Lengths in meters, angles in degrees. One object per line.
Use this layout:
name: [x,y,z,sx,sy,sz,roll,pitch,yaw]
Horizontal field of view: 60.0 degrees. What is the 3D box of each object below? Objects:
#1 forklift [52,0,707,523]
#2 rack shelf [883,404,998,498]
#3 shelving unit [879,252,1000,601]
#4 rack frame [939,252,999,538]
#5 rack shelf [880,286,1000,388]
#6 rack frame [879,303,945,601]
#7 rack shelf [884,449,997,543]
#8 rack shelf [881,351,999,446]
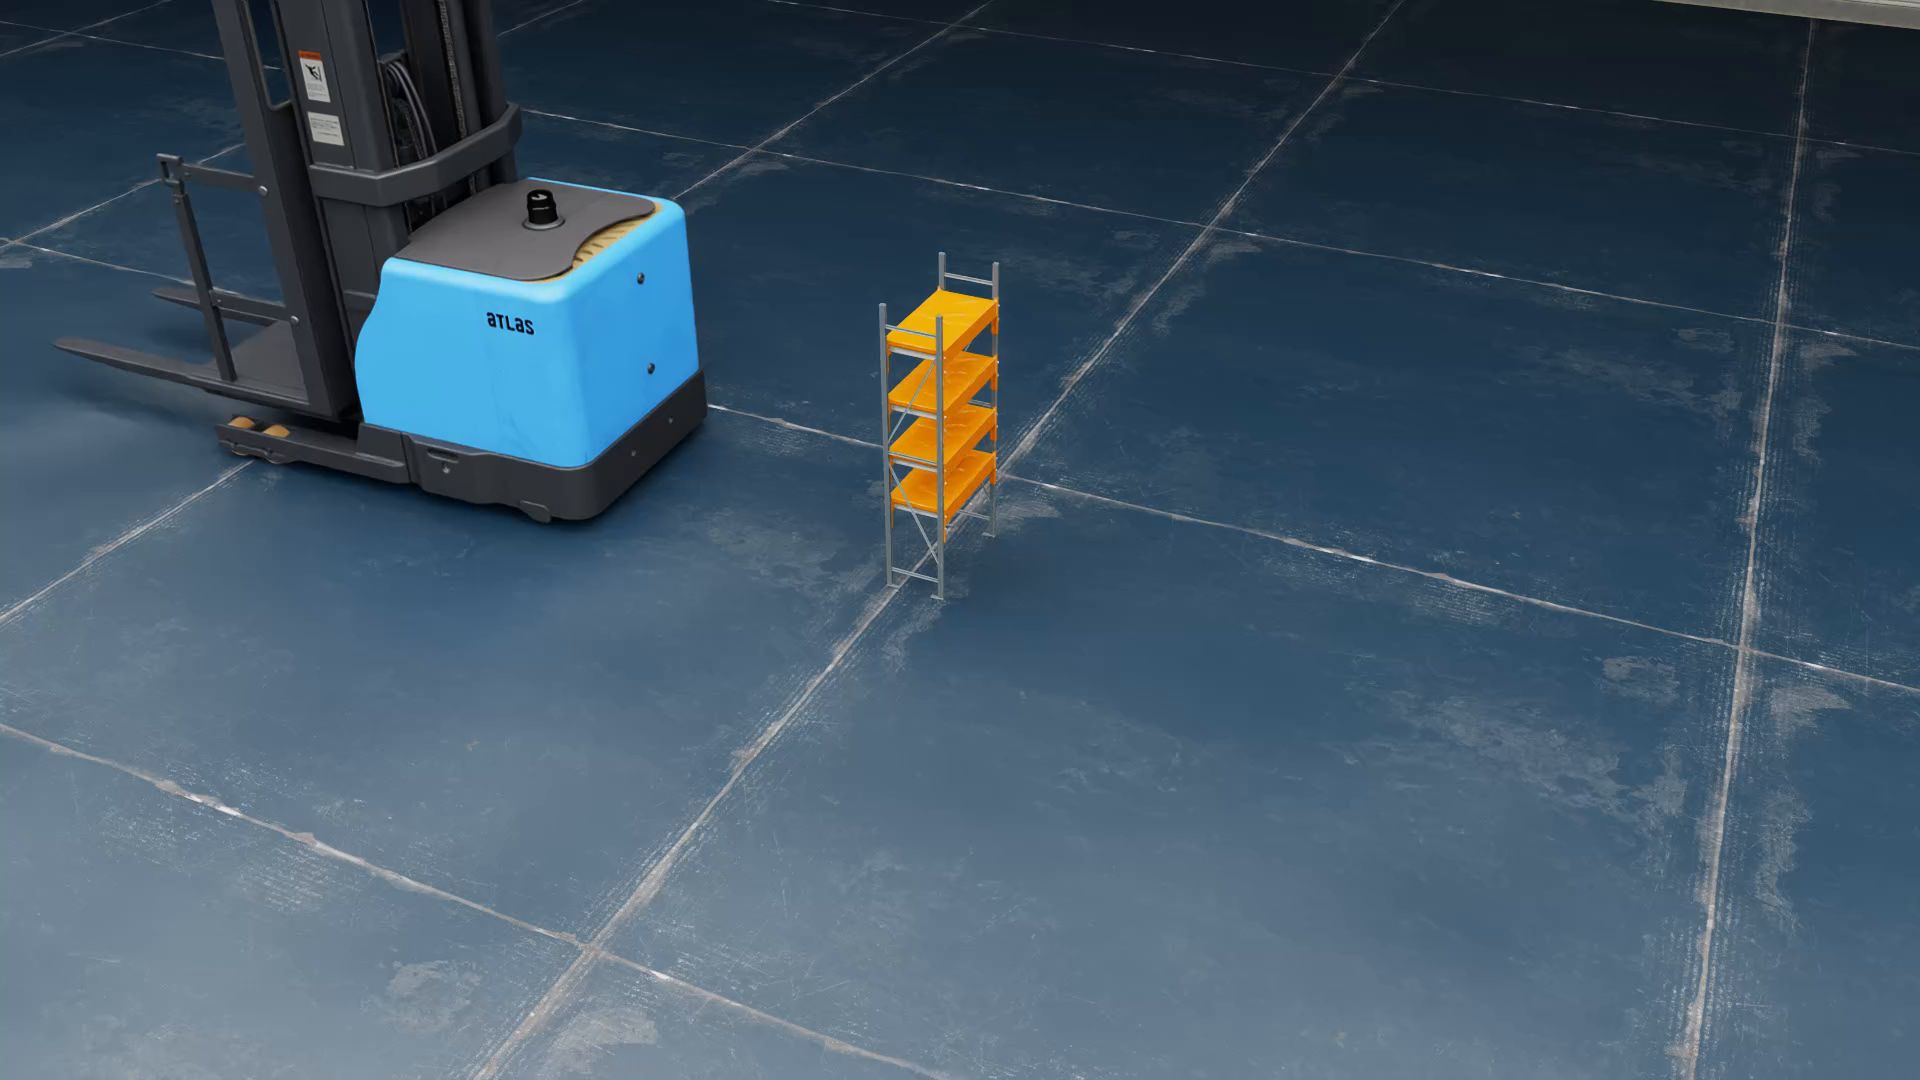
forklift: [-2.704,-1.808,6.835,3.031,2.935,1.130,13,35,19]
rack shelf: [-0.069,-0.363,6.332,0.258,0.148,0.480,14,36,20]
shelving unit: [-0.069,-0.419,6.295,0.258,1.200,0.503,14,36,20]
rack frame: [0.033,-0.541,6.481,0.240,1.200,0.015,14,36,20]
rack shelf: [-0.069,-0.748,6.080,0.258,0.148,0.480,14,36,20]
rack frame: [-0.171,-0.298,6.110,0.240,1.200,0.015,14,36,20]
rack shelf: [-0.069,-0.197,6.441,0.258,0.148,0.480,14,36,20]
rack shelf: [-0.069,-0.550,6.210,0.258,0.148,0.480,14,36,20]
